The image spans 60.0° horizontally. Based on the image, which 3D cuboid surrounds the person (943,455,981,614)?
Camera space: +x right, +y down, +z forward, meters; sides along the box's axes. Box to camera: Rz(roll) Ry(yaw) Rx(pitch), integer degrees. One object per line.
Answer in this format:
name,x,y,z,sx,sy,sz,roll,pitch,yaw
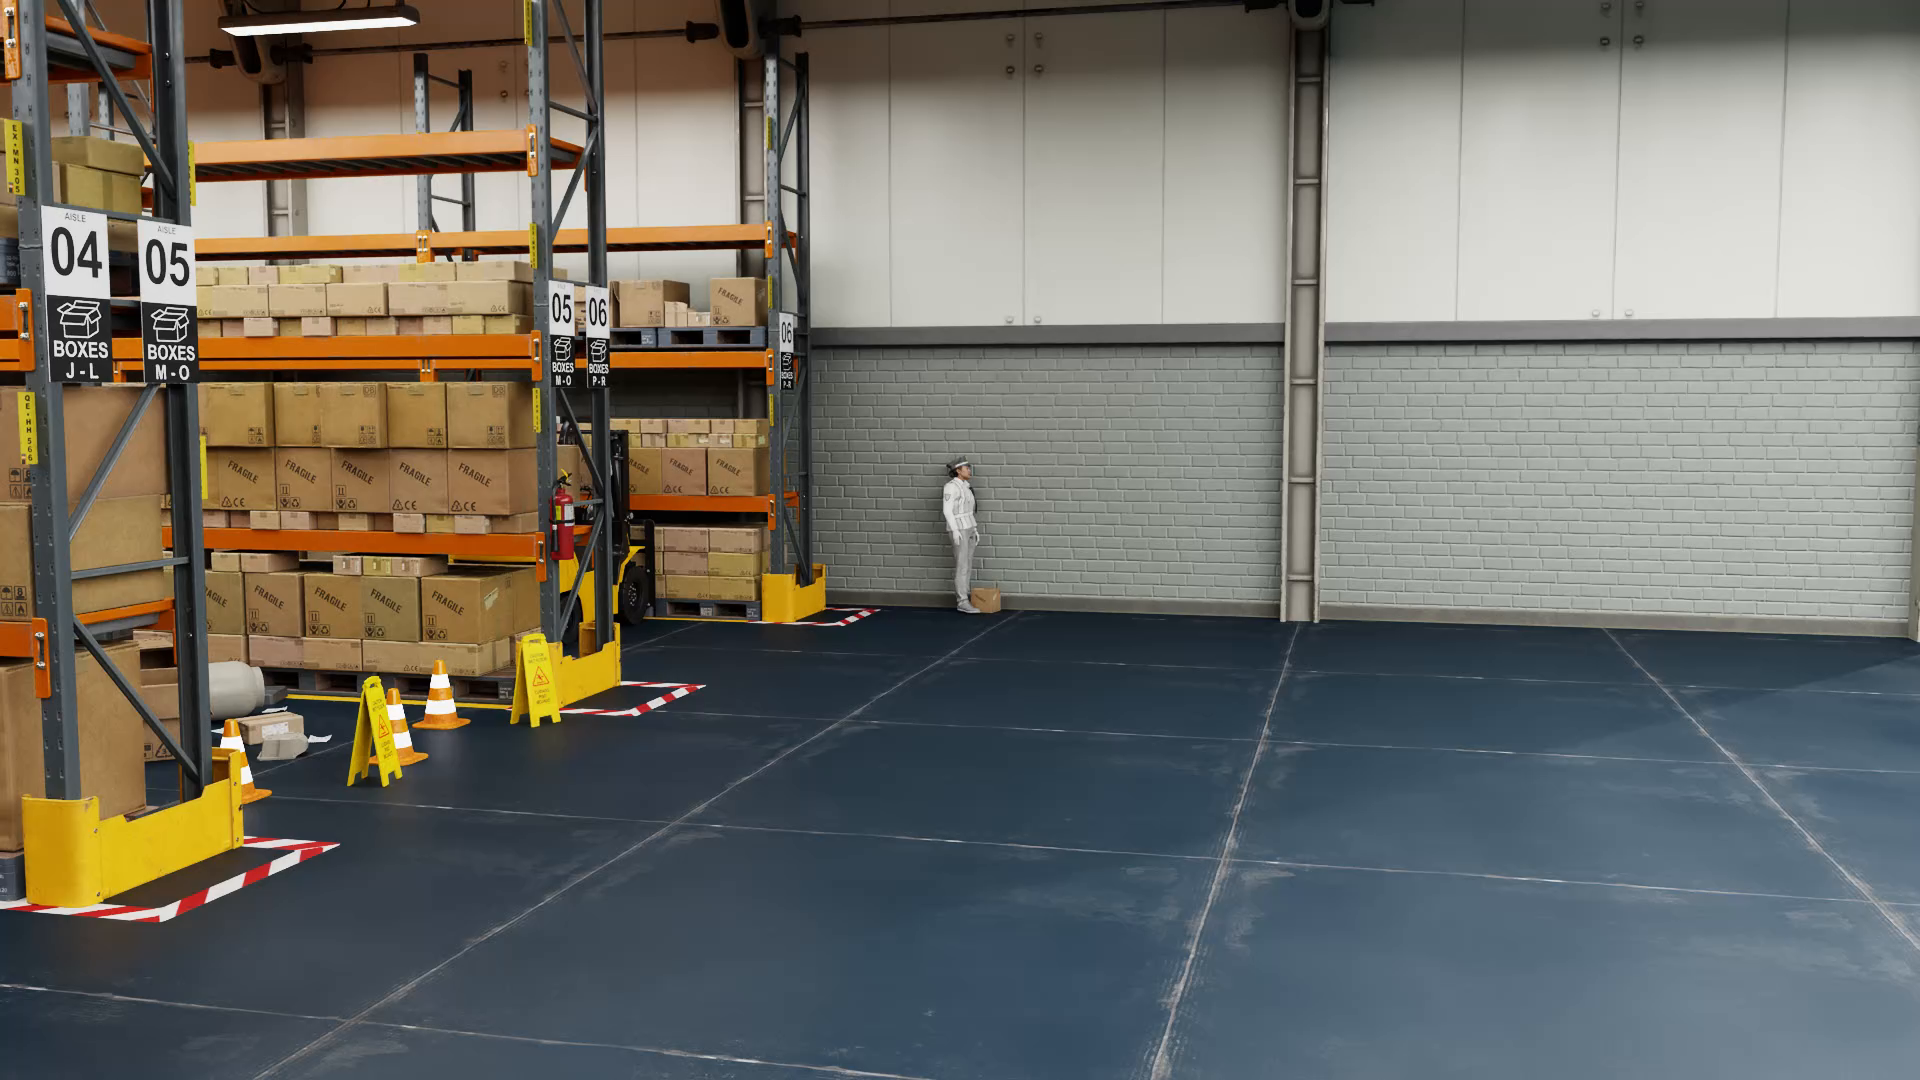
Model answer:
person,0.084,-0.078,18.160,0.530,1.694,0.586,2,6,27
